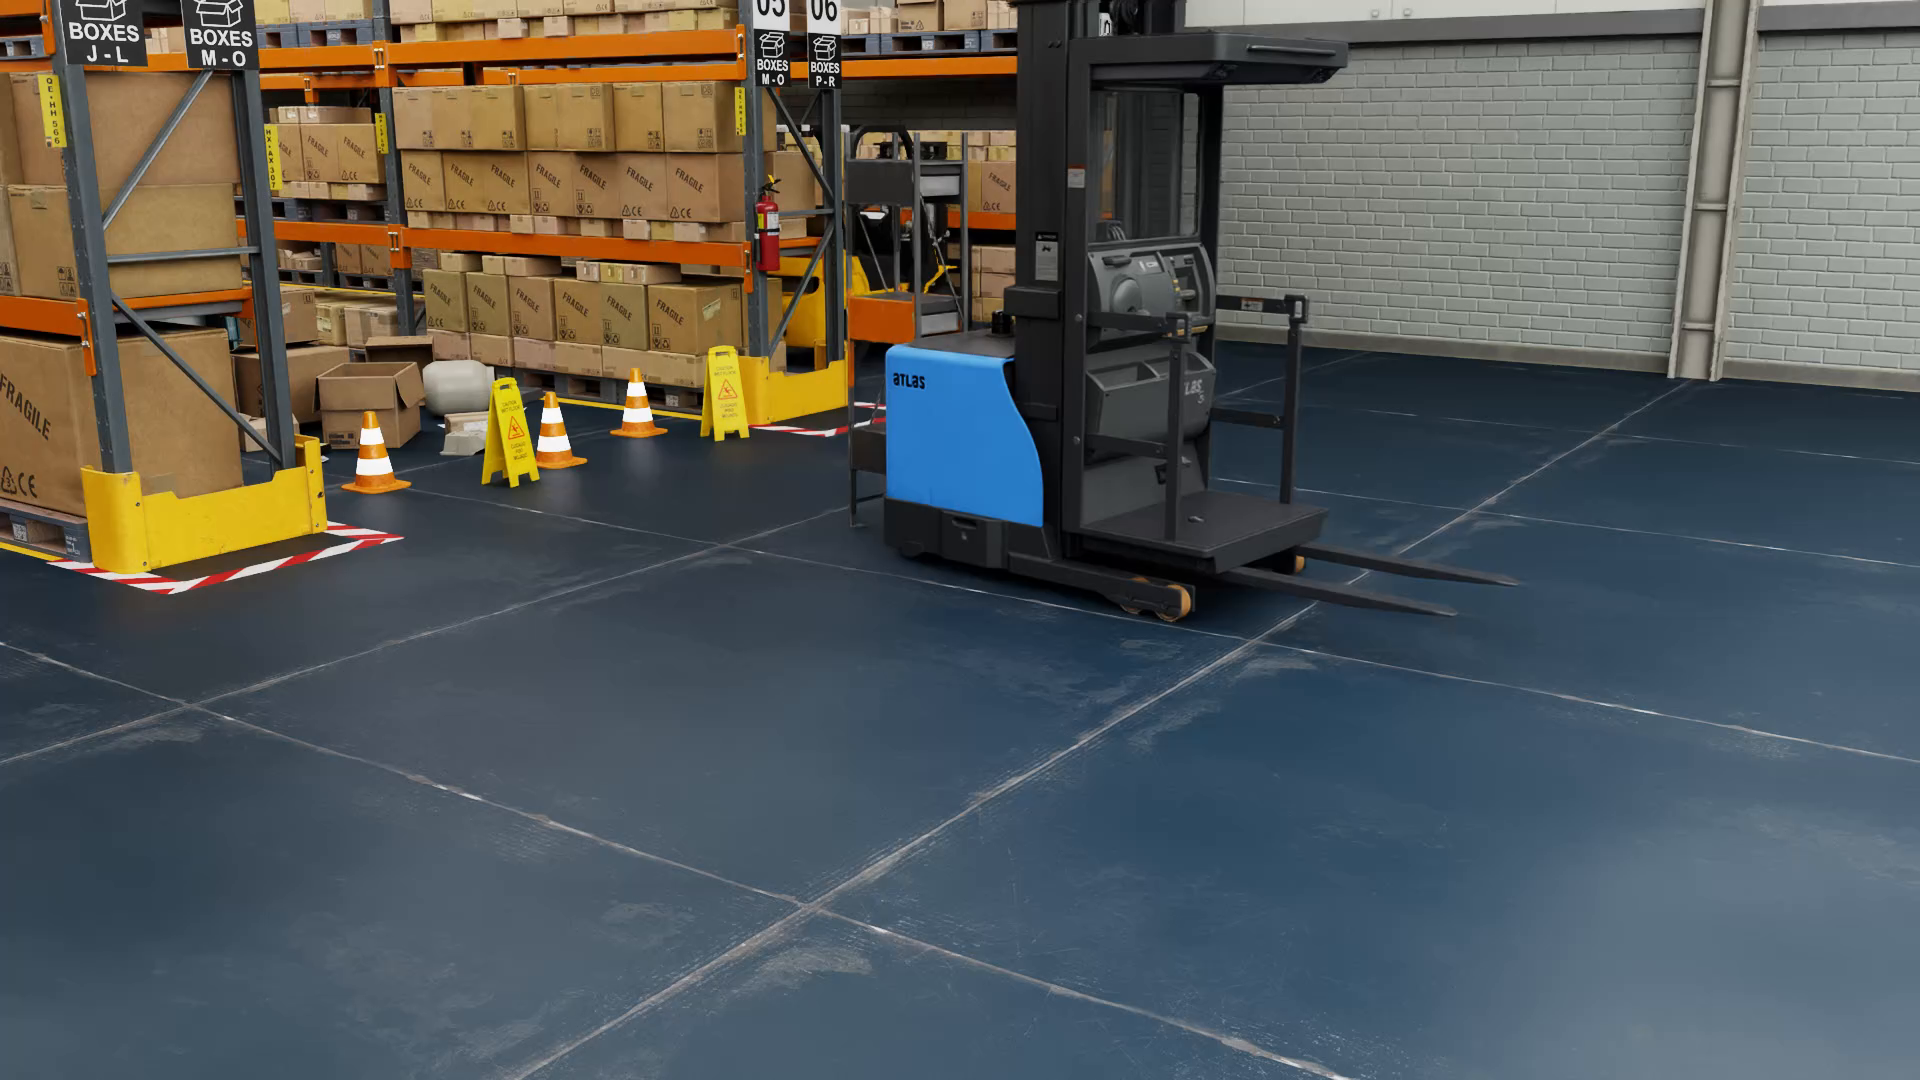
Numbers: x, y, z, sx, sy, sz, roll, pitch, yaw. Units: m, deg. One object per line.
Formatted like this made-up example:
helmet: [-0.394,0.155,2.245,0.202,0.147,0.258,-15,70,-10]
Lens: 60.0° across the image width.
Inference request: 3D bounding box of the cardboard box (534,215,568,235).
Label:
cardboard box: [-3.182,-2.531,13.328,0.250,0.149,0.380,9,17,33]

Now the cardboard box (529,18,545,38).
cardboard box: [-3.142,-3.997,13.007,0.250,0.149,0.380,9,17,33]

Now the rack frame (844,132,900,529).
rack frame: [-0.465,-1.118,8.970,0.015,2.100,0.400,12,18,39]

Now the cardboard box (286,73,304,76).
cardboard box: [-8.879,-6.347,22.502,0.250,0.149,0.380,9,17,32]

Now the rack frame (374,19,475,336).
rack frame: [-4.545,-2.961,14.542,0.127,3.000,1.000,9,17,33]

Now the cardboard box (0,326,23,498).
cardboard box: [-5.235,-0.792,9.327,0.875,0.875,0.875,9,16,32]

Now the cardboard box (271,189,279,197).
cardboard box: [-6.126,-3.252,15.368,0.250,0.149,0.380,9,16,31]

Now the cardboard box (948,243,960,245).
cardboard box: [-0.282,-2.971,17.351,0.500,0.250,0.500,9,16,32]

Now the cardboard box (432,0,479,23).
cardboard box: [-3.899,-4.308,13.433,0.500,0.250,0.500,9,17,32]

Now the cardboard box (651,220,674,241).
cardboard box: [-2.128,-2.360,12.639,0.250,0.149,0.380,9,16,32]

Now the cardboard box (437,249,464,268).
cardboard box: [-6.413,-3.631,21.575,0.500,0.500,0.500,10,17,35]

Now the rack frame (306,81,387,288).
rack frame: [-8.416,-5.024,22.876,0.127,3.000,1.000,9,17,33]

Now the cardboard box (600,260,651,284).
cardboard box: [-2.585,-2.098,12.994,0.250,0.149,0.380,10,17,34]

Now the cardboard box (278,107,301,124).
cardboard box: [-5.874,-3.811,14.926,0.250,0.149,0.380,8,16,30]

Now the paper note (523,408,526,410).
paper note: [-3.444,-1.013,12.852,0.148,0.019,0.142,3,14,14]

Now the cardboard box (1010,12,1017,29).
cardboard box: [0.684,-5.052,16.186,0.250,0.149,0.380,9,16,31]

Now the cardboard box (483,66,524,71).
cardboard box: [-5.658,-5.891,20.449,0.500,0.250,0.500,9,16,31]

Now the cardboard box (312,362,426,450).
cardboard box: [-4.096,-0.943,11.587,0.637,0.503,0.797,-1,14,-6]

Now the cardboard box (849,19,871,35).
cardboard box: [-0.937,-5.314,17.245,0.250,0.149,0.380,10,17,34]

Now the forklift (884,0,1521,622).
forklift: [1.055,-1.203,7.582,3.031,2.935,1.130,12,18,39]

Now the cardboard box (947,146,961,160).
cardboard box: [0.019,-3.936,16.922,0.250,0.149,0.380,9,17,33]

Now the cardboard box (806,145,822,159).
cardboard box: [-1.444,-4.185,17.928,0.250,0.149,0.380,10,17,34]

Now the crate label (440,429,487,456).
crate label: [-3.327,-0.661,11.210,0.298,0.136,0.250,1,14,4]

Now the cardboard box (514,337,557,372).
cardboard box: [-3.315,-1.557,13.719,0.500,0.250,0.500,9,16,32]

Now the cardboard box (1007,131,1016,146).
cardboard box: [0.672,-3.985,16.502,0.250,0.149,0.380,10,17,34]

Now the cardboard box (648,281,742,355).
cardboard box: [-2.036,-1.713,12.788,0.500,0.500,0.500,9,17,33]

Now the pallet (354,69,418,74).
pallet: [-7.052,-6.149,21.569,1.003,0.211,1.213,9,17,33]

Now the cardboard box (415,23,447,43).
cardboard box: [-4.238,-4.157,13.656,0.250,0.149,0.380,9,17,33]

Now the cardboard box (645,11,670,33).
cardboard box: [-2.104,-3.820,12.292,0.250,0.149,0.380,10,17,34]

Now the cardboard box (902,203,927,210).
cardboard box: [-0.288,-3.682,17.247,0.500,0.500,0.500,9,17,33]

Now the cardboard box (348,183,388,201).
cardboard box: [-5.126,-3.057,14.578,0.250,0.149,0.380,9,17,34]

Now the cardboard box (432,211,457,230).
cardboard box: [-4.224,-2.709,14.048,0.250,0.149,0.380,10,17,34]

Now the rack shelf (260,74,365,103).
rack shelf: [-10.075,-6.399,23.685,4.000,0.370,1.077,9,17,33]

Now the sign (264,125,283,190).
sign: [-3.590,-1.992,8.663,0.005,0.325,0.100,9,17,33]

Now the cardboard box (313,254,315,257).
cardboard box: [-9.192,-4.038,23.951,0.250,0.149,0.380,9,16,32]

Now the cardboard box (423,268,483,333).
cardboard box: [-4.206,-2.061,14.194,0.500,0.500,0.500,10,17,35]

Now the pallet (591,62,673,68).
pallet: [-3.554,-5.629,19.472,1.213,0.211,1.003,10,17,35]

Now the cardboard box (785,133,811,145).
cardboard box: [-1.679,-4.357,18.004,0.250,0.149,0.380,10,17,34]

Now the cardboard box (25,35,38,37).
cardboard box: [-9.202,-5.207,16.778,0.258,0.266,0.396,9,16,31]

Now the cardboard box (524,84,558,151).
cardboard box: [-3.004,-3.340,13.163,0.500,0.500,0.700,9,17,32]

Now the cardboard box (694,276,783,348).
cardboard box: [-1.761,-1.824,13.237,0.500,0.500,0.500,9,16,31]

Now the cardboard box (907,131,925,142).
cardboard box: [-0.349,-4.170,17.250,0.250,0.149,0.380,9,17,33]

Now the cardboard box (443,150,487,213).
cardboard box: [-3.906,-2.977,13.778,0.500,0.500,0.500,9,17,33]

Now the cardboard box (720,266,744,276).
cardboard box: [-2.217,-3.070,19.050,0.625,0.625,0.875,10,17,35]

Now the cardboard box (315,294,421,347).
cardboard box: [-5.580,-2.055,15.476,0.625,0.372,0.950,10,17,36]

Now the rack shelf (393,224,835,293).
rack shelf: [-2.885,-2.343,13.545,4.000,0.370,1.077,9,17,33]

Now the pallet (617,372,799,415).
pallet: [-1.943,-1.197,13.219,1.213,0.211,1.003,9,17,33]

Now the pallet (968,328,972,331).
pallet: [-0.125,-2.319,17.752,1.213,0.211,1.003,9,17,33]

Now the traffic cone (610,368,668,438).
traffic cone: [-2.303,-0.993,11.873,0.334,0.463,0.336,9,17,33]

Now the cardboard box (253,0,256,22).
cardboard box: [-6.582,-4.805,15.532,0.637,0.503,0.797,9,17,33]

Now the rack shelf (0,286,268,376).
rack shelf: [-5.564,-1.343,9.503,4.000,0.370,1.077,9,17,33]

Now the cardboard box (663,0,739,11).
cardboard box: [-1.801,-3.967,12.057,0.500,0.250,0.500,9,16,32]

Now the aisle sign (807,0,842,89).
aisle sign: [-1.001,-3.740,12.278,0.004,0.787,0.394,9,17,33]

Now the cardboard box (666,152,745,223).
cardboard box: [-1.830,-2.635,12.399,0.500,0.500,0.500,9,16,32]

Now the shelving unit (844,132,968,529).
shelving unit: [-0.280,-1.080,8.815,0.503,2.100,0.431,12,18,39]
